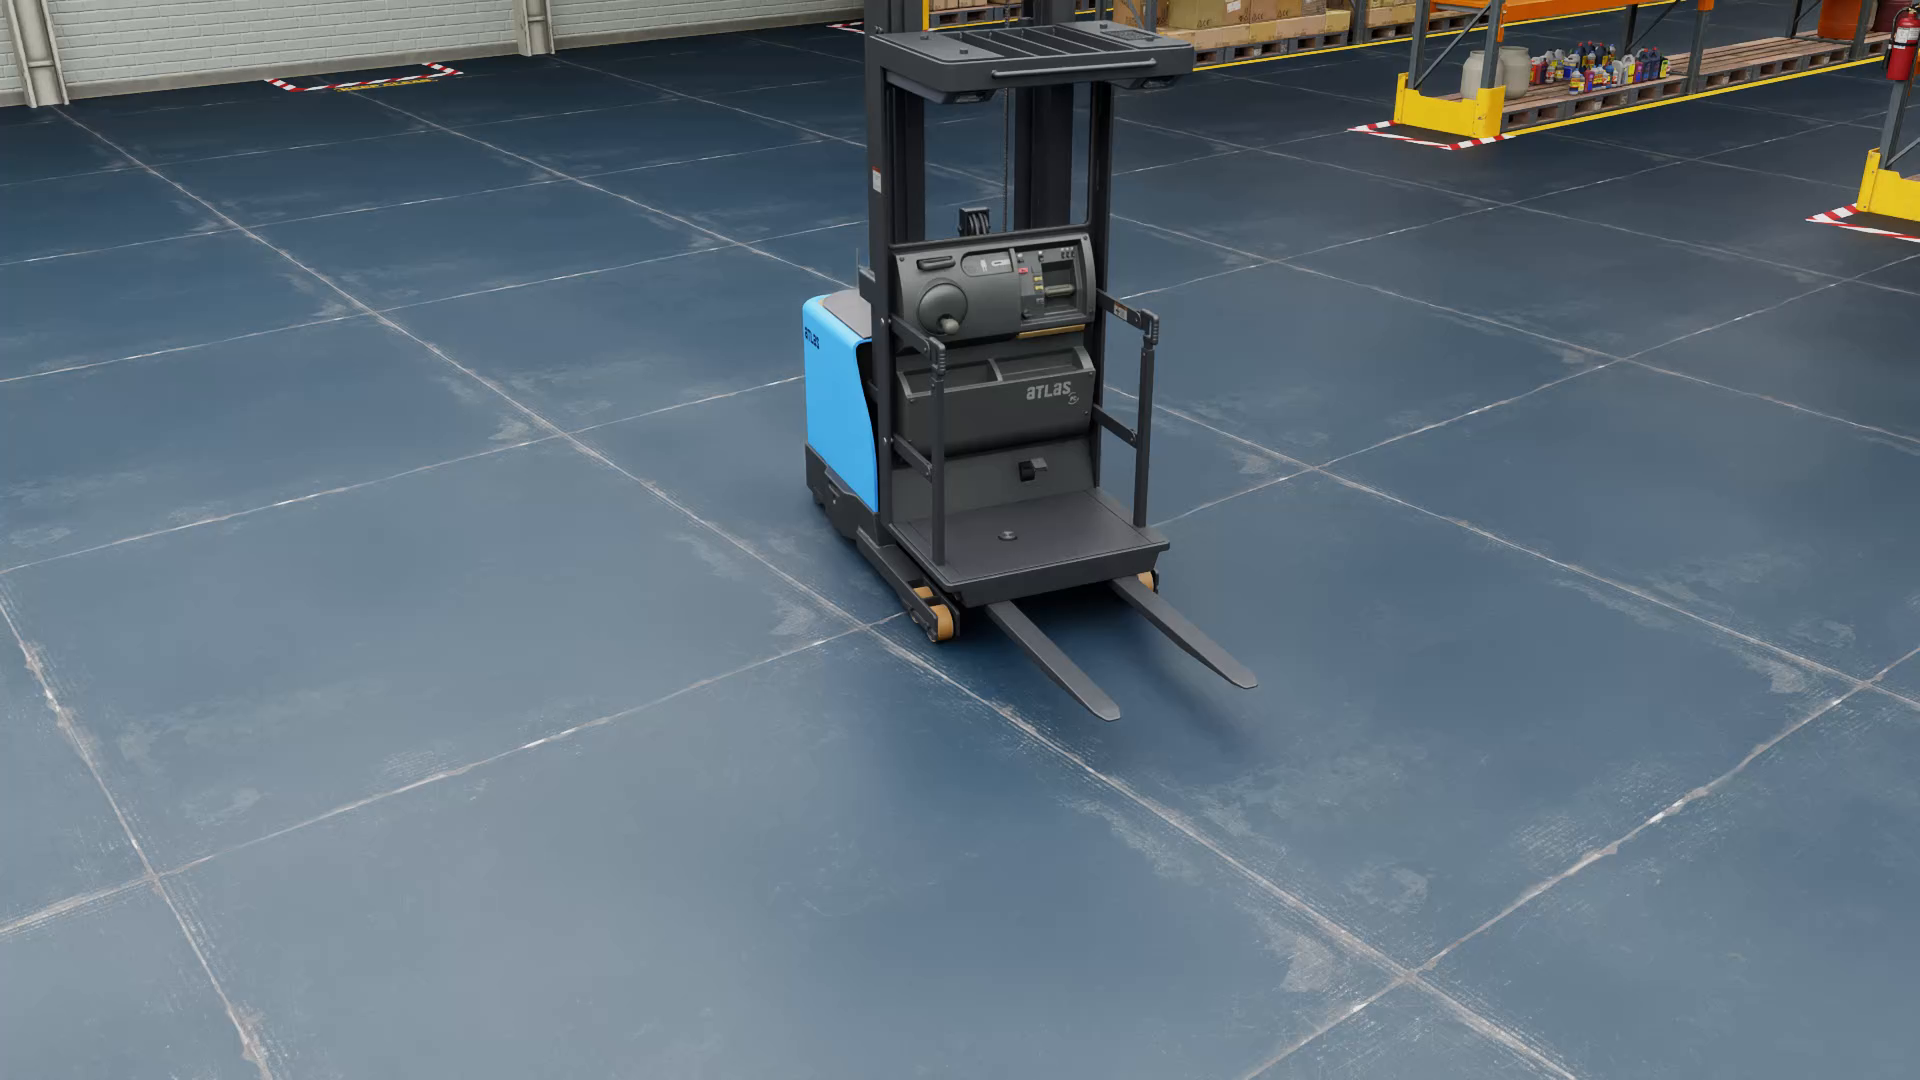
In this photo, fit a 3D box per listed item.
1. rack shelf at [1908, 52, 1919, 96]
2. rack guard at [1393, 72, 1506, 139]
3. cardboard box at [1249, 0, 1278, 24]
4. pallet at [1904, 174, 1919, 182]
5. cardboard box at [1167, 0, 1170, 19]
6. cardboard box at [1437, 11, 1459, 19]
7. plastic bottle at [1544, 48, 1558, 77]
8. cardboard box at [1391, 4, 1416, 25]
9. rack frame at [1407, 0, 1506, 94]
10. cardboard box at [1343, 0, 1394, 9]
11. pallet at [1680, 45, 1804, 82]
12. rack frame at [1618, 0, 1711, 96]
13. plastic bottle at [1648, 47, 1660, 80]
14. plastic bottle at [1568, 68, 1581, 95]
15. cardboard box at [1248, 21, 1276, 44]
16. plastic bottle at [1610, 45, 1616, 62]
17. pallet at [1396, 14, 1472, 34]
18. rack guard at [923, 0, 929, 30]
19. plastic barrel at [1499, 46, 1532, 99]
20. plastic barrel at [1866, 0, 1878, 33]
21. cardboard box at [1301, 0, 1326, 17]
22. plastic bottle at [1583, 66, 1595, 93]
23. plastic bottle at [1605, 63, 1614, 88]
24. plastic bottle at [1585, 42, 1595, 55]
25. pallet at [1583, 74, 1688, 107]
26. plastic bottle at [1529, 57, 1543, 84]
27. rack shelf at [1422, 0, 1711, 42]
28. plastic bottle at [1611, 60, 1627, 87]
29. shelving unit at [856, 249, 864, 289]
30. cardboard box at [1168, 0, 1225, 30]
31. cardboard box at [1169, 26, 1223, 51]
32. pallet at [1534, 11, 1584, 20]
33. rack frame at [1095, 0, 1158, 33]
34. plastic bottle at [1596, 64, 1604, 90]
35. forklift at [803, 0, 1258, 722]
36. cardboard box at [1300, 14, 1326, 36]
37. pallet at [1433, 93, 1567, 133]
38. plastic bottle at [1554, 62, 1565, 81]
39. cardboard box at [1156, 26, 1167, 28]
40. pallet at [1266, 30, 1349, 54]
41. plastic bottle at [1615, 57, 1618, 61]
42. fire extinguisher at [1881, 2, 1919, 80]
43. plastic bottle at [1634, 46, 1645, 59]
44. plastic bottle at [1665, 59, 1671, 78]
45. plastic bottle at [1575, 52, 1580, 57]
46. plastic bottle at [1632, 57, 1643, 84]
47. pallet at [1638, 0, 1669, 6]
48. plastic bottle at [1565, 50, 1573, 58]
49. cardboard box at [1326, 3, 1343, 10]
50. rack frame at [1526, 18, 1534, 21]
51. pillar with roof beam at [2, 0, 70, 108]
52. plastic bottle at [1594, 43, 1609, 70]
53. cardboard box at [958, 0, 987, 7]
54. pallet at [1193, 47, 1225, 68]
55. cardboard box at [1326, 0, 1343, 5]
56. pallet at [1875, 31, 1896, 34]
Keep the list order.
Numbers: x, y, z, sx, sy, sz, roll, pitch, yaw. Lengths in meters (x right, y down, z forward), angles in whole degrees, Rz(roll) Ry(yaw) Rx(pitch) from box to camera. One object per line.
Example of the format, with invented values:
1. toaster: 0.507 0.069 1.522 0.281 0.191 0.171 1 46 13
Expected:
1. rack shelf: 9.761 -4.256 14.713 4.000 0.370 1.077 -18 31 -34
2. rack guard: 5.162 -4.605 17.580 0.348 0.500 1.175 -18 31 -34
3. cardboard box: 3.819 -7.084 21.827 0.500 0.500 0.500 -18 31 -34
4. pallet: 8.909 -3.017 14.501 1.213 0.211 1.003 -18 31 -34
5. cardboard box: 3.094 -7.132 21.930 0.500 0.500 0.500 -18 31 -34
6. cardboard box: 6.906 -7.751 24.154 0.500 0.250 0.500 -18 30 -33
7. plastic bottle: 6.758 -5.461 19.078 0.185 0.351 0.144 -17 30 -32
8. cardboard box: 6.099 -7.483 23.578 0.500 0.250 0.500 -17 30 -33
9. rack frame: 5.131 -5.704 16.977 0.127 3.000 1.000 -18 31 -34
10. cardboard box: 5.704 -7.607 23.180 0.500 0.311 0.500 -18 30 -34
11. pallet: 9.834 -6.014 20.957 1.213 0.211 1.003 -18 31 -34
12. rack frame: 8.279 -6.743 19.216 0.127 3.000 1.000 -18 31 -34
13. plastic bottle: 7.950 -5.478 19.115 0.185 0.351 0.144 -19 31 -35
14. plastic bottle: 6.750 -5.034 18.251 0.097 0.271 0.097 0 25 0
15. cardboard box: 3.818 -6.744 21.985 0.500 0.250 0.500 -18 31 -34
16. plastic bottle: 7.758 -5.768 19.832 0.097 0.271 0.097 0 25 0
17. pallet: 6.742 -7.643 24.468 1.213 0.211 1.003 -18 31 -34
18. rack guard: -0.922 -7.872 24.618 0.348 0.500 1.175 -18 31 -34
19. plastic barrel: 5.997 -5.092 18.116 0.421 0.512 0.421 0 25 0
20. plastic barrel: 12.190 -7.153 22.556 0.421 0.512 0.421 0 25 0
21. cardboard box: 4.595 -7.349 22.399 0.500 0.500 0.500 -18 31 -34
22. plastic bottle: 6.940 -5.092 18.363 0.133 0.283 0.061 -18 30 -33
23. plastic bottle: 7.258 -5.201 18.613 0.097 0.271 0.097 0 25 0
24. plastic bottle: 7.388 -5.669 19.526 0.185 0.351 0.144 -17 30 -33
25. pallet: 7.725 -5.318 19.457 1.213 0.211 1.003 -18 31 -34
26. plastic bottle: 6.521 -5.347 18.920 0.135 0.276 0.152 -18 30 -34
27. rack shelf: 6.705 -5.897 18.248 4.000 0.370 1.077 -18 31 -34
28. plastic bottle: 7.415 -5.270 18.754 0.135 0.276 0.152 -18 30 -33
29. shelving unit: -0.406 -0.944 8.860 0.189 1.200 0.258 -10 27 -21
30. cardboard box: 3.029 -6.825 21.270 0.500 0.500 0.500 -18 31 -34
31. cardboard box: 3.028 -6.486 21.429 0.500 0.250 0.500 -18 31 -34
32. pallet: 8.984 -8.341 25.971 1.213 0.211 1.003 -18 31 -34
33. rack frame: 2.078 -7.346 20.515 0.127 3.000 1.000 -18 31 -34
34. plastic bottle: 7.099 -5.149 18.499 0.097 0.271 0.097 0 25 0
35. forklift: 0.253 -1.087 7.110 1.130 2.935 3.031 -10 27 -21
36. cardboard box: 4.596 -7.009 22.556 0.500 0.250 0.500 -18 31 -34
37. pallet: 5.805 -4.684 18.091 1.213 0.211 1.003 -18 31 -34
38. plastic bottle: 6.867 -5.365 19.048 0.097 0.201 0.097 0 25 0
39. cardboard box: 2.317 -6.526 21.517 0.500 0.250 0.500 -18 31 -34
40. pallet: 4.574 -6.927 22.926 1.213 0.211 1.003 -18 31 -34
41. plastic bottle: 7.461 -5.341 18.900 0.133 0.283 0.061 -18 31 -34
42. fire extinguisher: 7.813 -4.151 13.723 0.183 0.674 0.296 -18 31 -34
43. plastic bottle: 7.861 -5.526 19.218 0.185 0.351 0.144 -18 31 -34
44. plastic bottle: 8.186 -5.476 19.287 0.097 0.201 0.097 0 25 0
45. plastic bottle: 7.147 -5.533 19.328 0.097 0.271 0.097 0 25 0
46. plastic bottle: 7.697 -5.342 18.901 0.133 0.283 0.061 -16 29 -31
47. pallet: 10.904 -8.974 27.336 1.213 0.211 1.003 -18 31 -34
48. plastic bottle: 7.084 -5.560 19.371 0.133 0.283 0.061 -17 30 -32
49. cardboard box: 5.373 -7.532 23.683 0.500 0.250 0.500 -19 31 -35
50. rack frame: 8.373 -9.424 24.993 0.127 3.000 1.000 -18 31 -34
51. pillar with roof beam: -7.751 -7.632 14.006 0.400 9.000 9.100 -18 31 -34
52. plastic bottle: 7.477 -5.621 19.423 0.185 0.351 0.144 -18 31 -34
53. cardboard box: 0.067 -8.264 25.164 0.500 0.311 0.500 -15 29 -30
54. pallet: 2.654 -6.294 21.560 1.213 0.211 1.003 -18 31 -34
55. cardboard box: 5.367 -7.783 23.558 0.500 0.311 0.500 -18 31 -34
56. pallet: 12.981 -7.051 23.192 1.213 0.211 1.003 -18 31 -34
